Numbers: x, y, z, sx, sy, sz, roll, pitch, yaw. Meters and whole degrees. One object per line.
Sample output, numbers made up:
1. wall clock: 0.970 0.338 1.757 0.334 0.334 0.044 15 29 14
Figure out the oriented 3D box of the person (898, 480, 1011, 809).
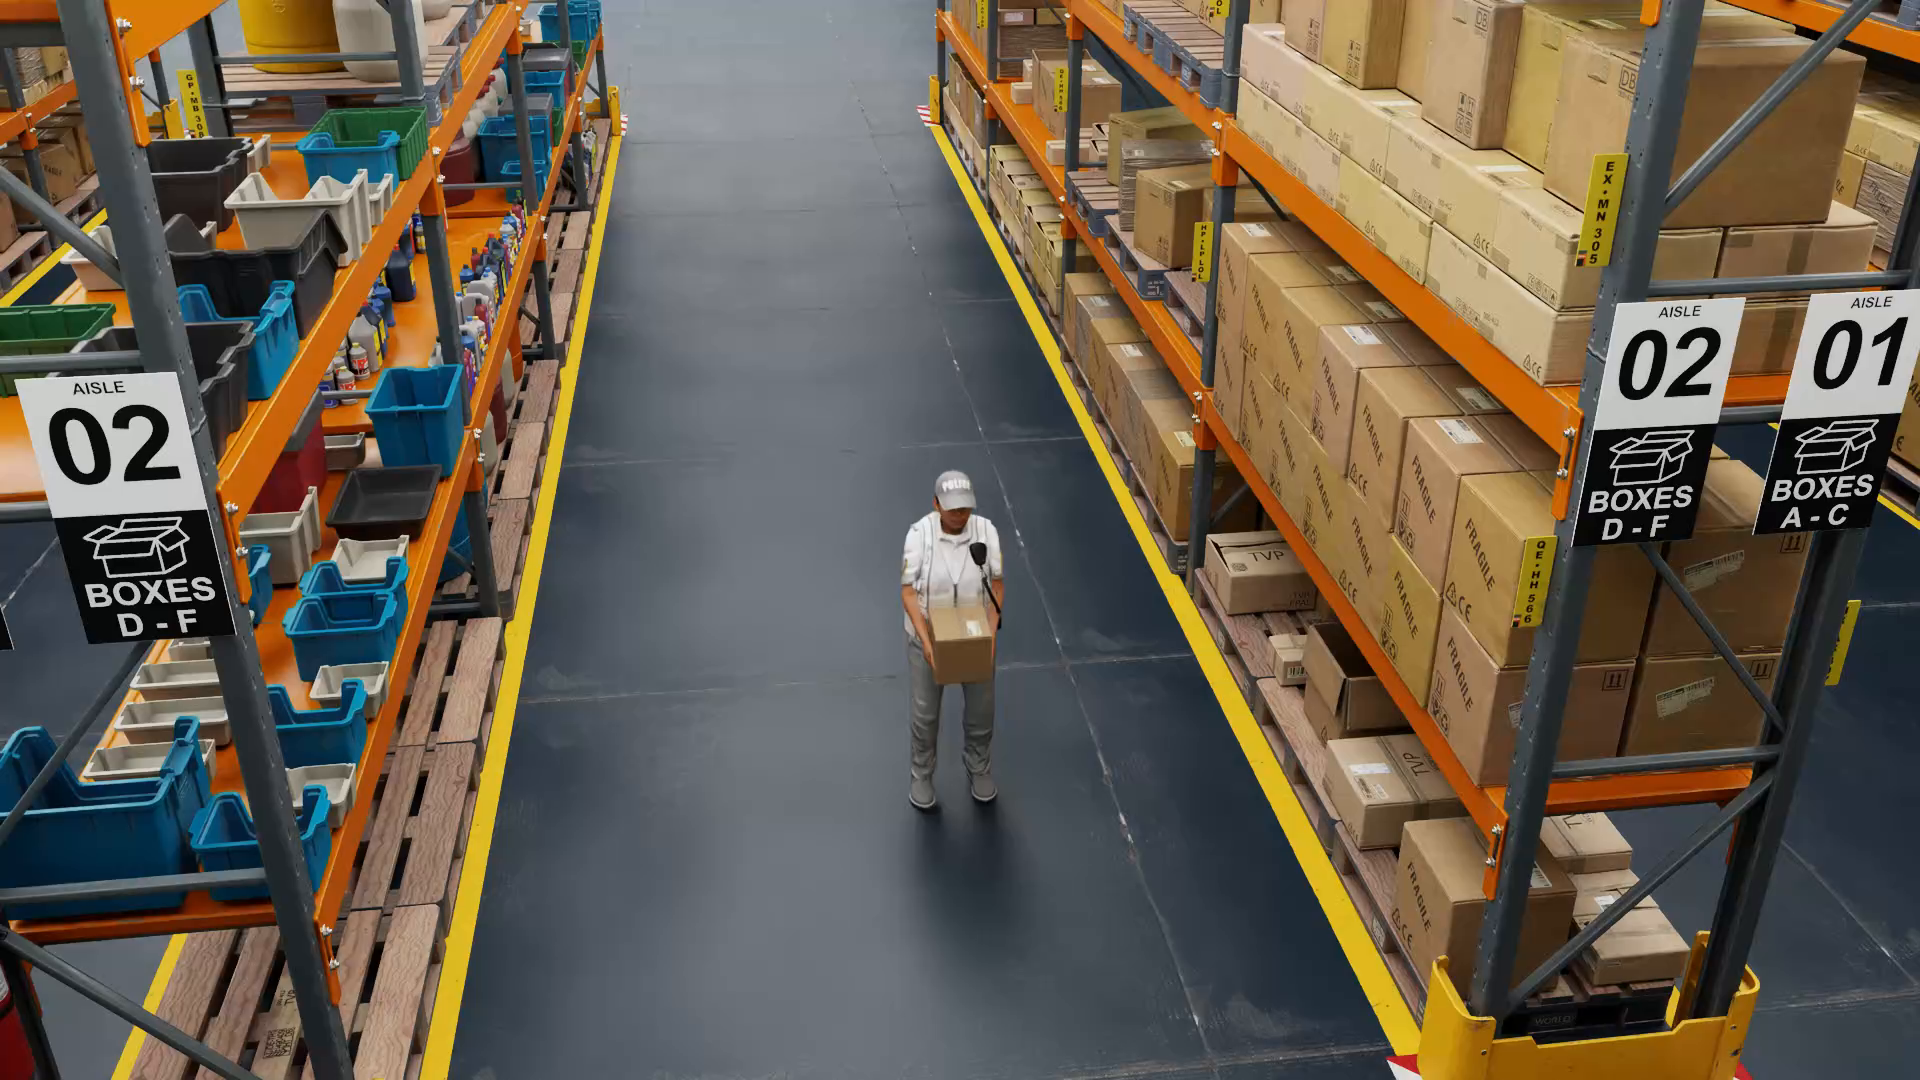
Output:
1. person: -0.028 0.463 7.715 0.552 1.666 0.472 -4 28 -8
